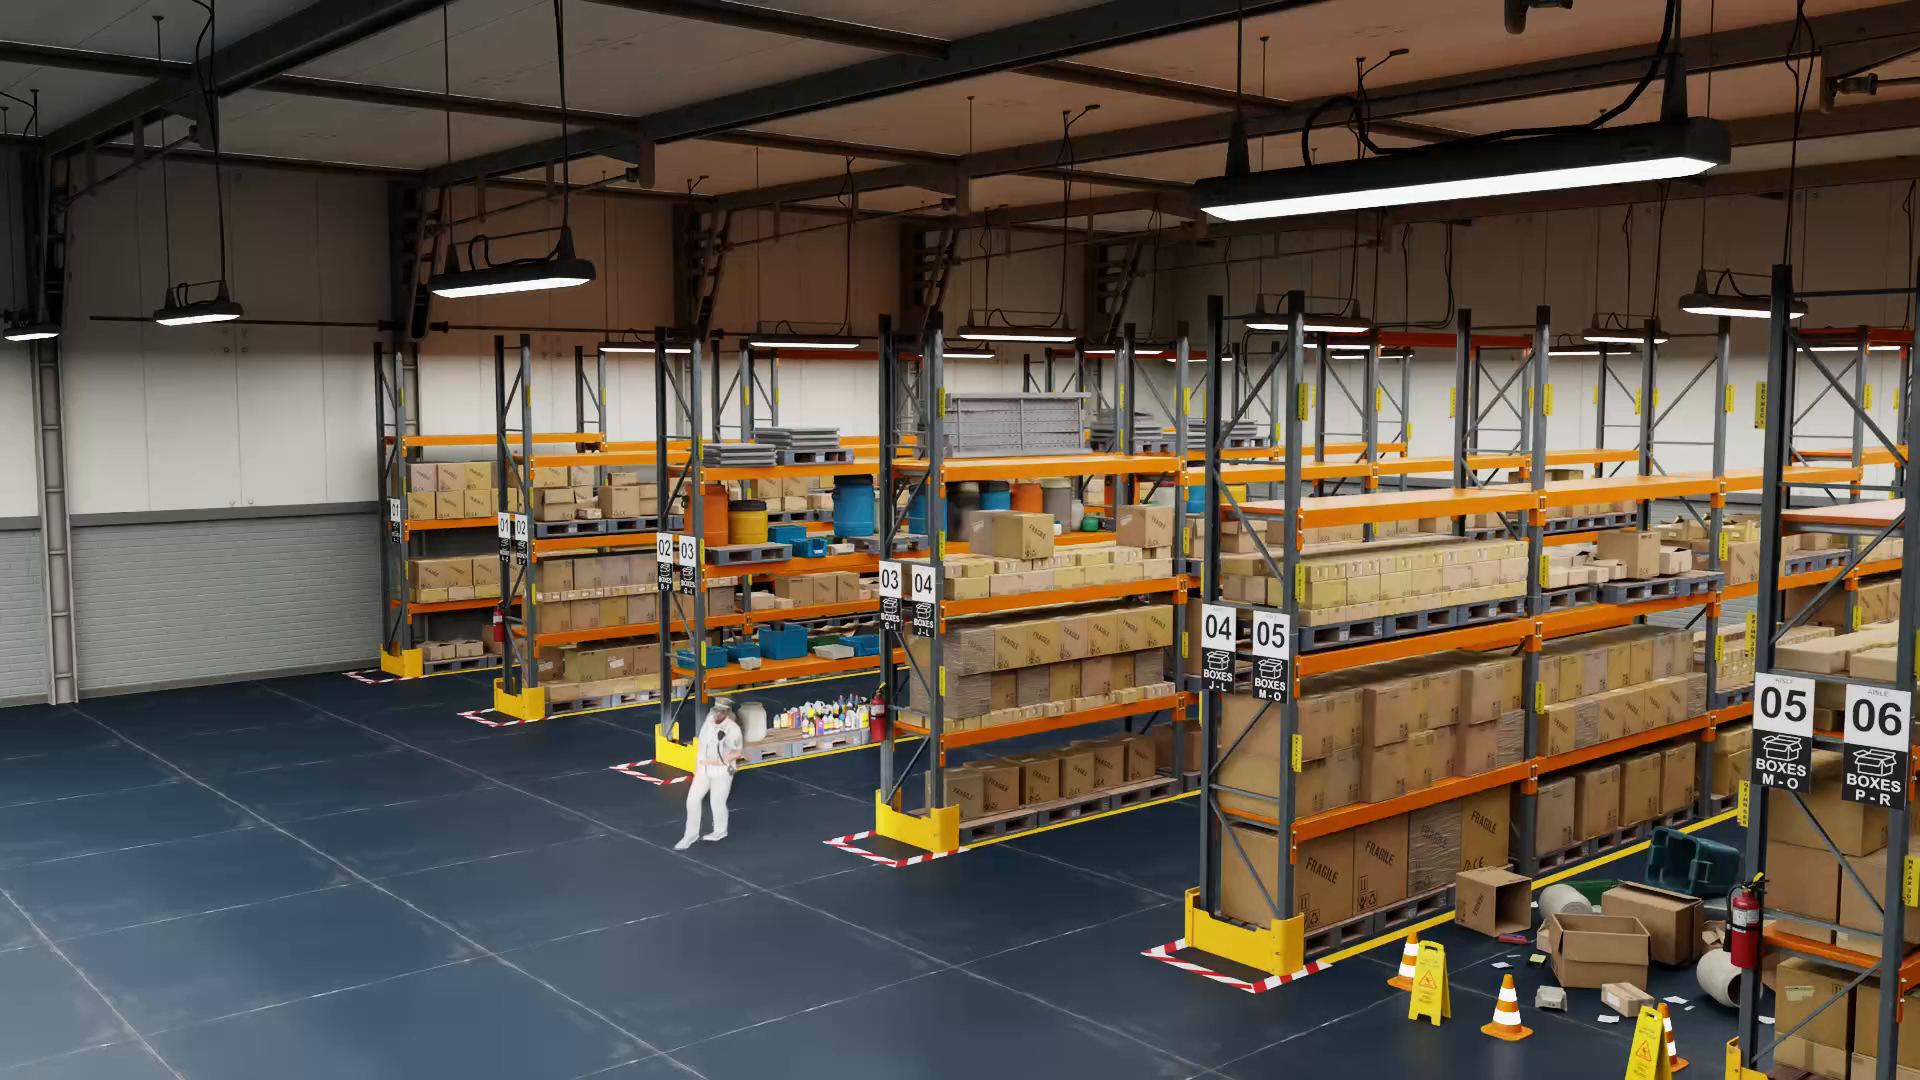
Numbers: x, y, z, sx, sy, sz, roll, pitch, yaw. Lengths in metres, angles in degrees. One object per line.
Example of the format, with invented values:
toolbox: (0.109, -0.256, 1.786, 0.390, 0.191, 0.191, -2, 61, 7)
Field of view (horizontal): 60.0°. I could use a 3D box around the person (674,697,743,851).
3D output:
person: (-2.762, 2.616, 18.676, 0.775, 1.779, 0.666, 2, 6, 24)
